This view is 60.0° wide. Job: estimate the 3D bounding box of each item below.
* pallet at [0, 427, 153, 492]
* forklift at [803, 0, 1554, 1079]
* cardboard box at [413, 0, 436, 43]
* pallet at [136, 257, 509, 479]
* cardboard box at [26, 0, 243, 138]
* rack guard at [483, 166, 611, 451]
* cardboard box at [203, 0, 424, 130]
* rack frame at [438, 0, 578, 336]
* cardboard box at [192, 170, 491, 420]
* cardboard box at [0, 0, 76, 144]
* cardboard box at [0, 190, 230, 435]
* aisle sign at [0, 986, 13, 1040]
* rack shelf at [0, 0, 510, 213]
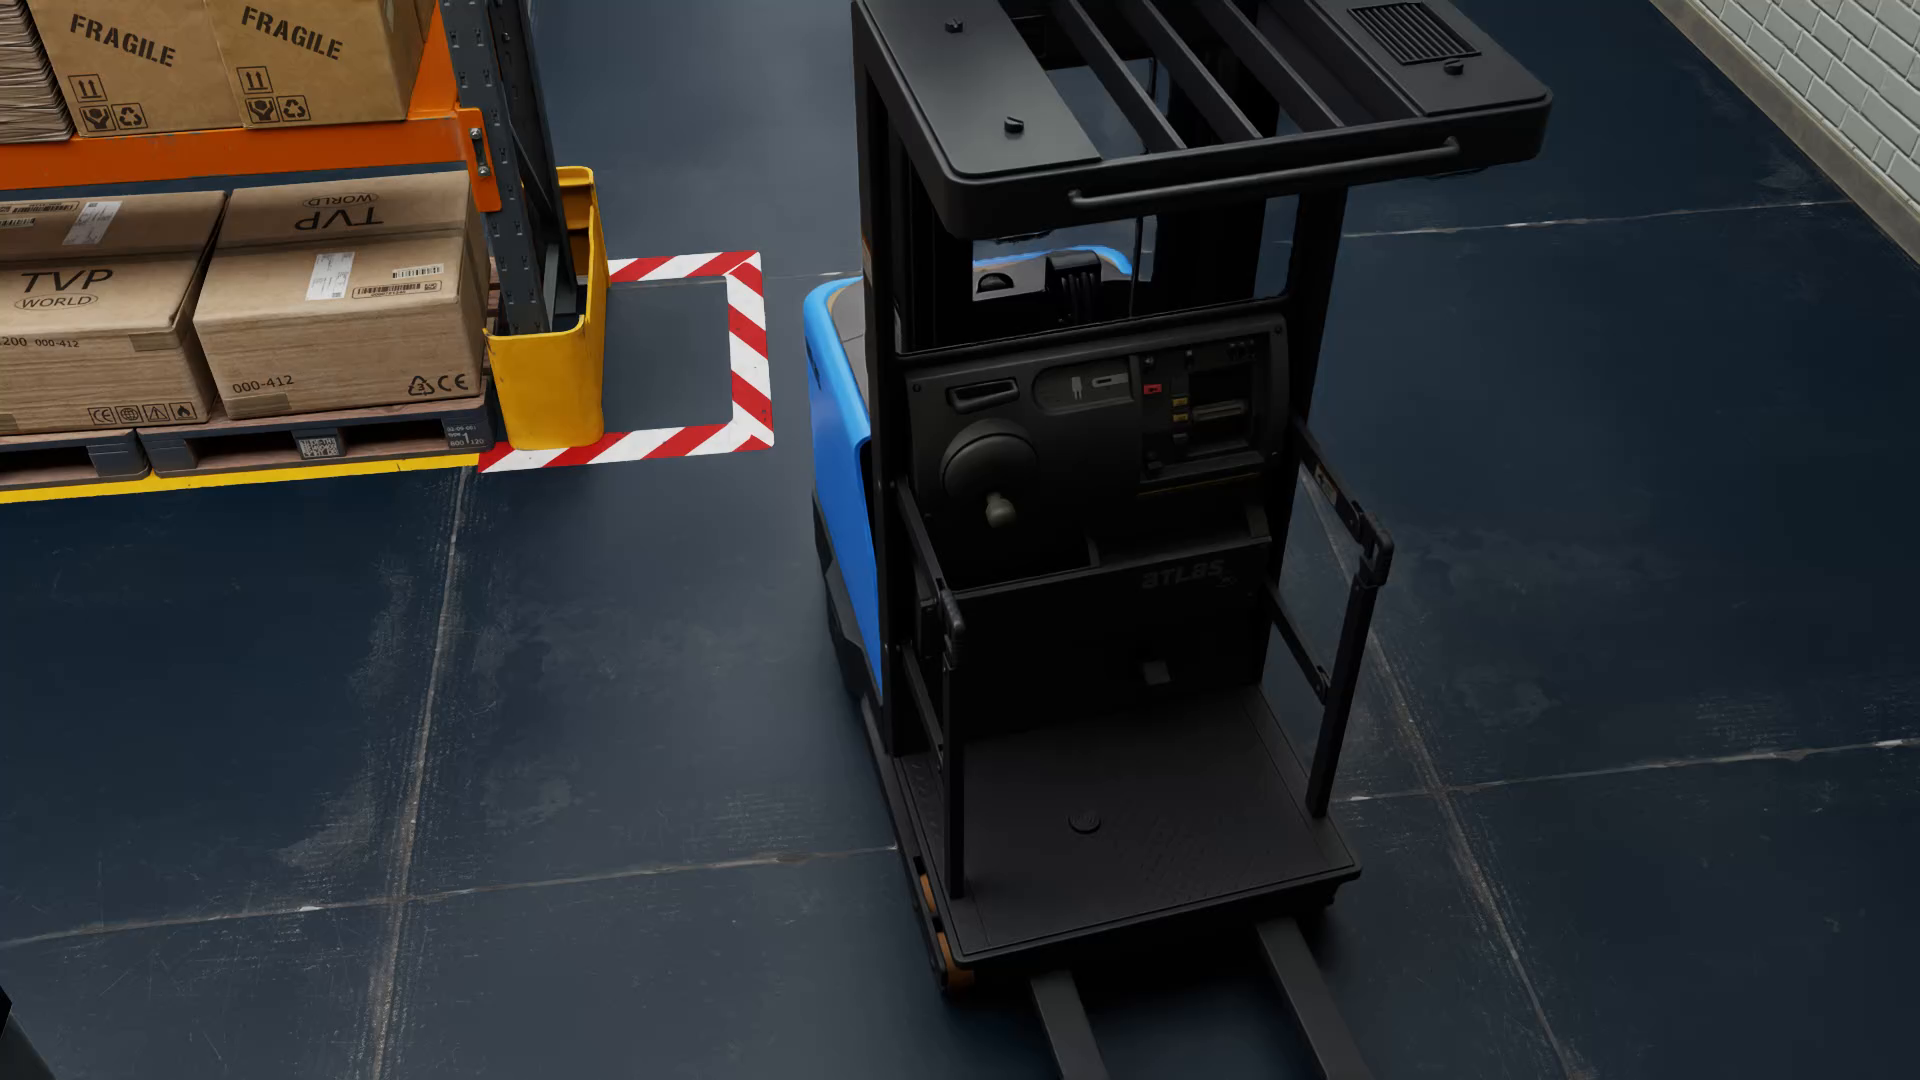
[{"bbox_3d":[-3.574,-0.575,6.212,1.213,0.211,1.003,-5,42,-6],"label":"pallet"},{"bbox_3d":[0.392,-0.191,3.756,1.130,2.935,3.031,-10,43,-11],"label":"forklift"},{"bbox_3d":[-2.098,-2.022,5.659,0.500,0.500,0.500,-5,42,-6],"label":"cardboard box"},{"bbox_3d":[-2.367,-0.679,6.327,1.213,0.211,1.003,-5,42,-6],"label":"pallet"},{"bbox_3d":[-2.528,-1.622,5.216,0.500,0.500,0.500,-6,42,-6],"label":"cardboard box"},{"bbox_3d":[-1.561,-0.910,6.367,0.348,0.500,1.175,-5,42,-6],"label":"rack guard"},{"bbox_3d":[-2.028,-1.655,5.253,0.500,0.500,0.500,-5,42,-5],"label":"cardboard box"},{"bbox_3d":[-1.584,-1.836,5.528,0.127,3.000,1.000,-5,42,-6],"label":"rack frame"},{"bbox_3d":[-2.226,-0.917,6.108,0.875,0.438,0.875,-6,42,-7],"label":"cardboard box"},{"bbox_3d":[-3.037,-1.570,5.159,0.500,0.500,0.500,-4,42,-4],"label":"cardboard box"},{"bbox_3d":[-3.132,-0.831,6.014,0.875,0.438,0.875,-4,42,-4],"label":"cardboard box"},{"bbox_3d":[-0.908,0.294,1.225,0.004,0.787,0.394,-5,42,-6],"label":"aisle sign"},{"bbox_3d":[-3.567,-1.395,5.576,4.000,0.370,1.077,-5,42,-6],"label":"rack shelf"}]
